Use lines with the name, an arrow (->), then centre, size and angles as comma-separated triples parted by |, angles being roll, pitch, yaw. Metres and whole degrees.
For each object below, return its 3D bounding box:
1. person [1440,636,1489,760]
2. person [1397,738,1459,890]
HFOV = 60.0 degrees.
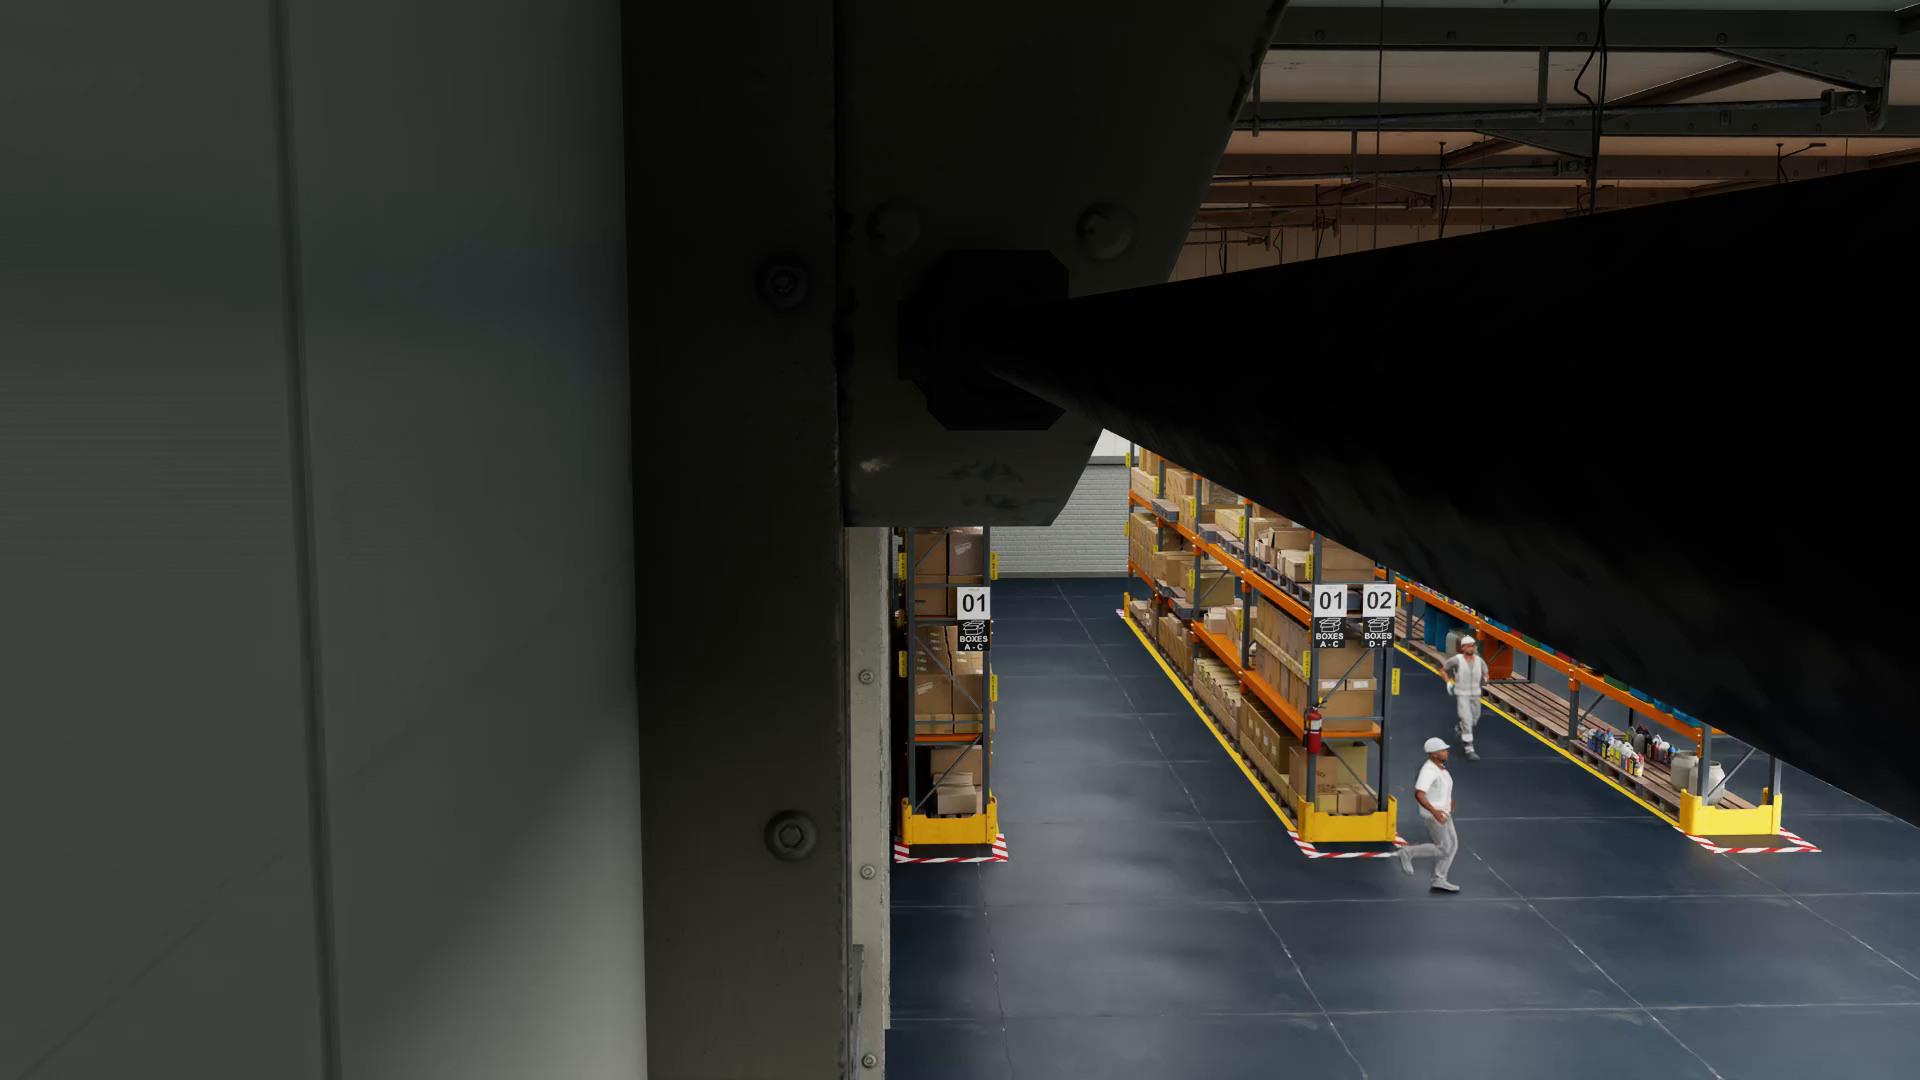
person -> 7.483, 2.298, 24.552 | 0.665, 1.768, 0.981 | -1, 7, -10
person -> 5.344, 3.085, 18.830 | 0.690, 1.727, 0.716 | 4, 8, 27
